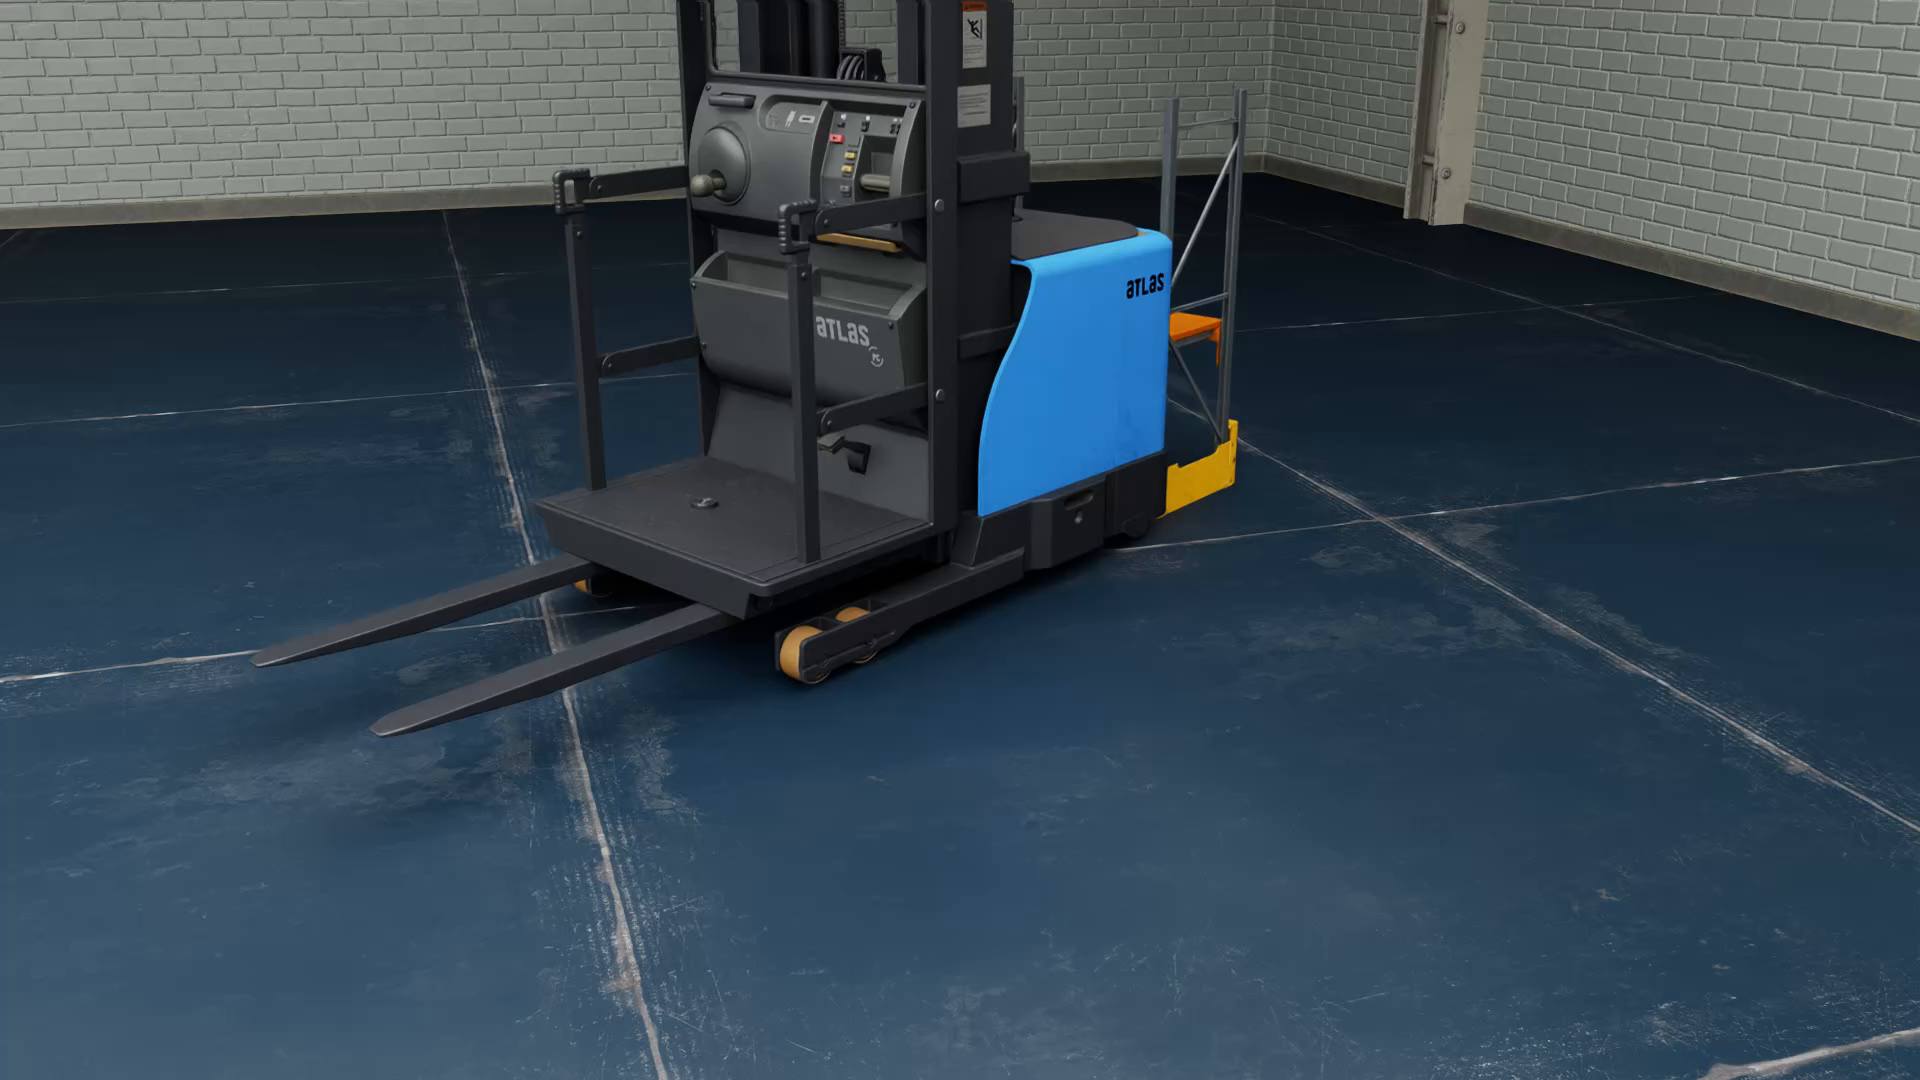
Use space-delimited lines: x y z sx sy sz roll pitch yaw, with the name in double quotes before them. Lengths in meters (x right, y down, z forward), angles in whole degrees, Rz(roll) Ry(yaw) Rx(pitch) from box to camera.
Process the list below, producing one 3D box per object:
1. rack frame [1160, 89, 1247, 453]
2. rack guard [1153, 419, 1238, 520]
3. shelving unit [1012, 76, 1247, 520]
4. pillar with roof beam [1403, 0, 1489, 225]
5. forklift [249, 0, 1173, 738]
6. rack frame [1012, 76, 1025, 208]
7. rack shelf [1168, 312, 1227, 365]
"rack frame" 0.870 -0.863 6.100 0.032 1.500 0.500 16 25 37
"rack guard" 0.869 -0.275 6.312 0.087 0.250 0.587 16 25 37
"shelving unit" 0.486 -0.970 6.399 1.083 1.500 0.587 16 25 37
"pillar with roof beam" -0.457 -6.223 9.929 9.100 9.000 0.400 -6 21 -17
"forklift" -0.616 -1.159 4.807 1.130 2.935 3.031 17 26 39
"rack frame" 0.087 -1.082 6.710 0.032 1.500 0.500 16 25 37
"rack shelf" 0.479 -0.803 6.466 1.000 0.185 0.538 16 25 37
